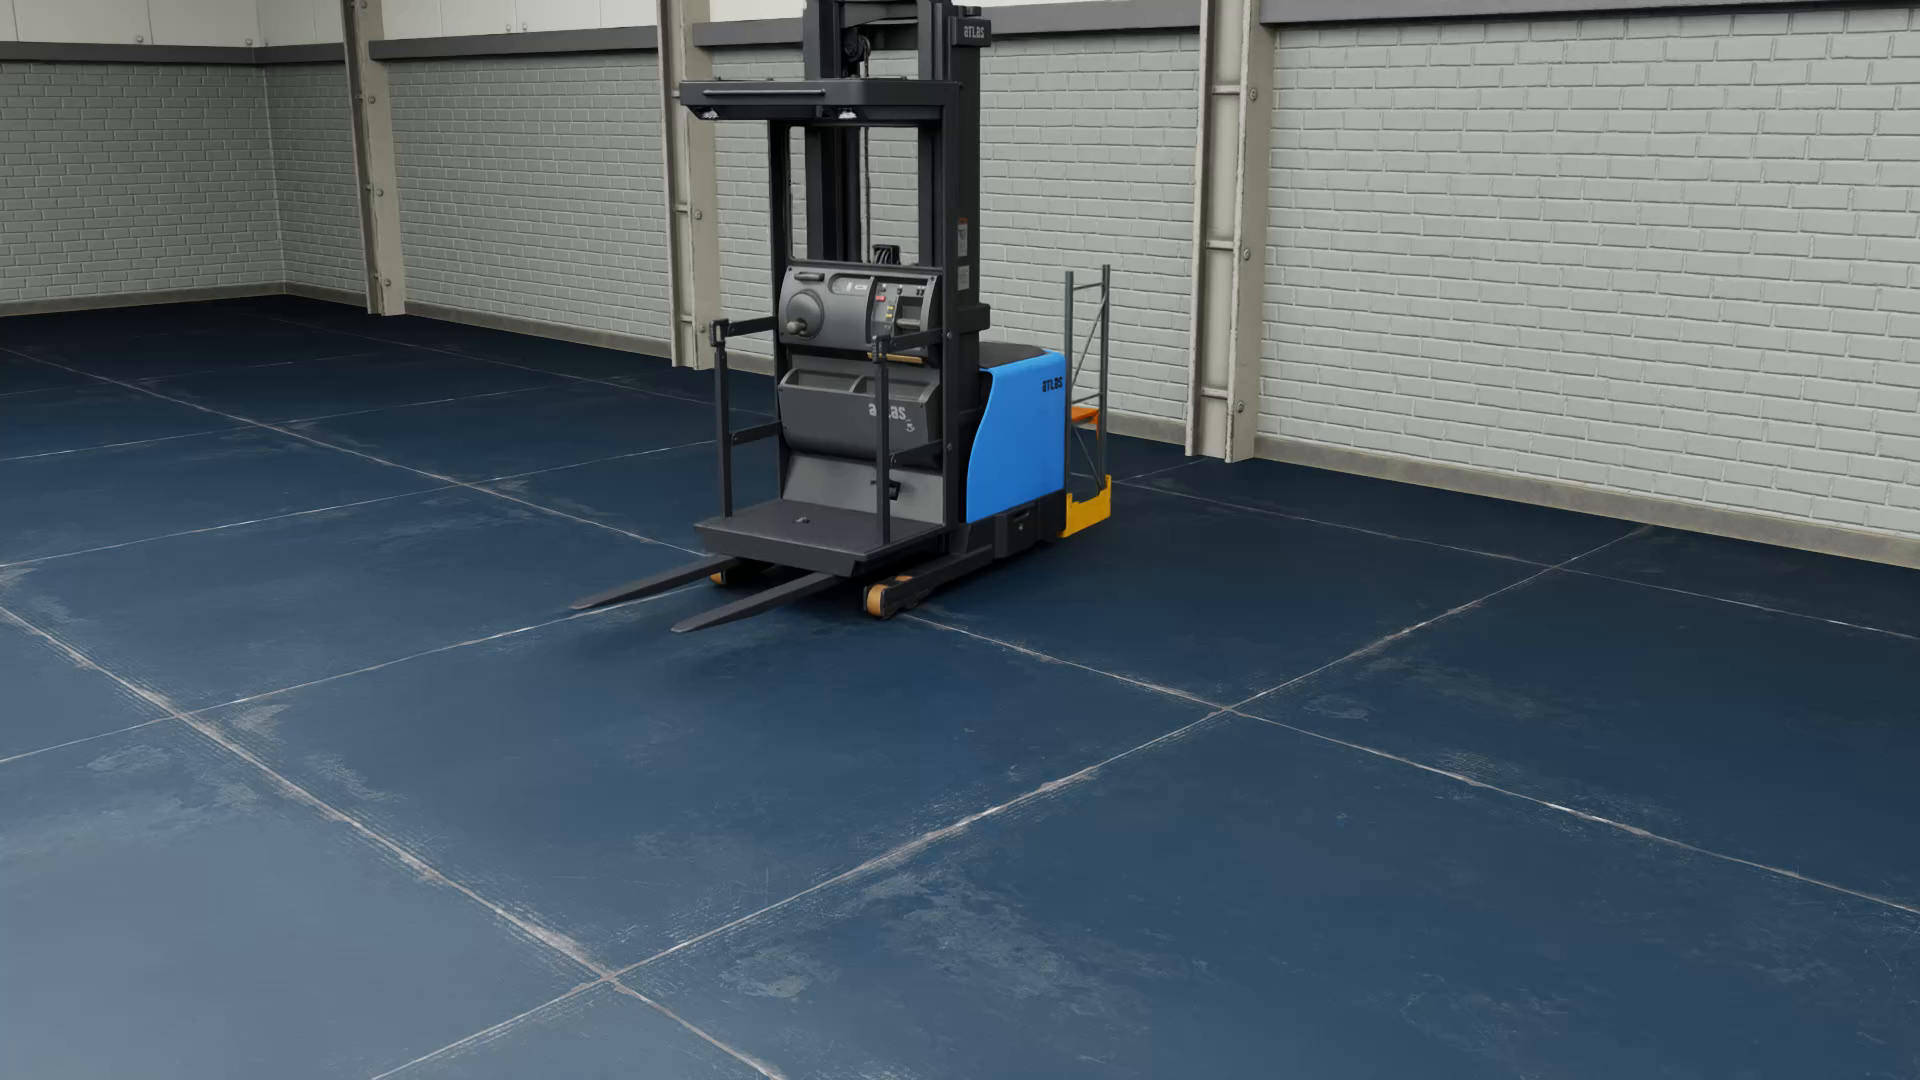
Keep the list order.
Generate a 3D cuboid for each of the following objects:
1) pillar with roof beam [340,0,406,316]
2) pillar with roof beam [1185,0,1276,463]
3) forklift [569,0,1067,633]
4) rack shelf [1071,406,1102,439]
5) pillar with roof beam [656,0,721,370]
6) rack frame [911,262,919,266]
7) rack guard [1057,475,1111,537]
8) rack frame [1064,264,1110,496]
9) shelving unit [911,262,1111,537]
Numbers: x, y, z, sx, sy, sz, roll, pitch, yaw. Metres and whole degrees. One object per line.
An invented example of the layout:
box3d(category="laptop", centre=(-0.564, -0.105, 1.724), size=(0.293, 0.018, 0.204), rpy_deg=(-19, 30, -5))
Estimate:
box3d(category="pillar with roof beam", centre=(-9.793, -6.268, 15.639), size=(0.400, 9.000, 9.100), rpy_deg=(14, 20, 42))
box3d(category="pillar with roof beam", centre=(-1.154, -4.167, 7.579), size=(0.400, 9.000, 9.100), rpy_deg=(14, 20, 42))
box3d(category="forklift", centre=(-0.631, -1.177, 8.136), size=(1.130, 2.935, 3.031), rpy_deg=(9, 17, 32))
box3d(category="rack shelf", centre=(0.288, -0.702, 9.867), size=(1.000, 0.185, 0.538), rpy_deg=(9, 17, 30))
box3d(category="pillar with roof beam", centre=(-5.474, -5.217, 11.609), size=(0.400, 9.000, 9.100), rpy_deg=(14, 20, 42))
box3d(category="rack frame", centre=(-0.146, -0.943, 10.077), size=(0.032, 1.500, 0.500), rpy_deg=(9, 17, 30))
box3d(category="rack guard", centre=(0.721, -0.205, 9.724), size=(0.087, 0.250, 0.587), rpy_deg=(9, 17, 30))
box3d(category="rack frame", centre=(0.722, -0.810, 9.566), size=(0.032, 1.500, 0.500), rpy_deg=(9, 17, 30))
box3d(category="shelving unit", centre=(0.296, -0.875, 9.817), size=(1.083, 1.500, 0.587), rpy_deg=(9, 17, 30))
